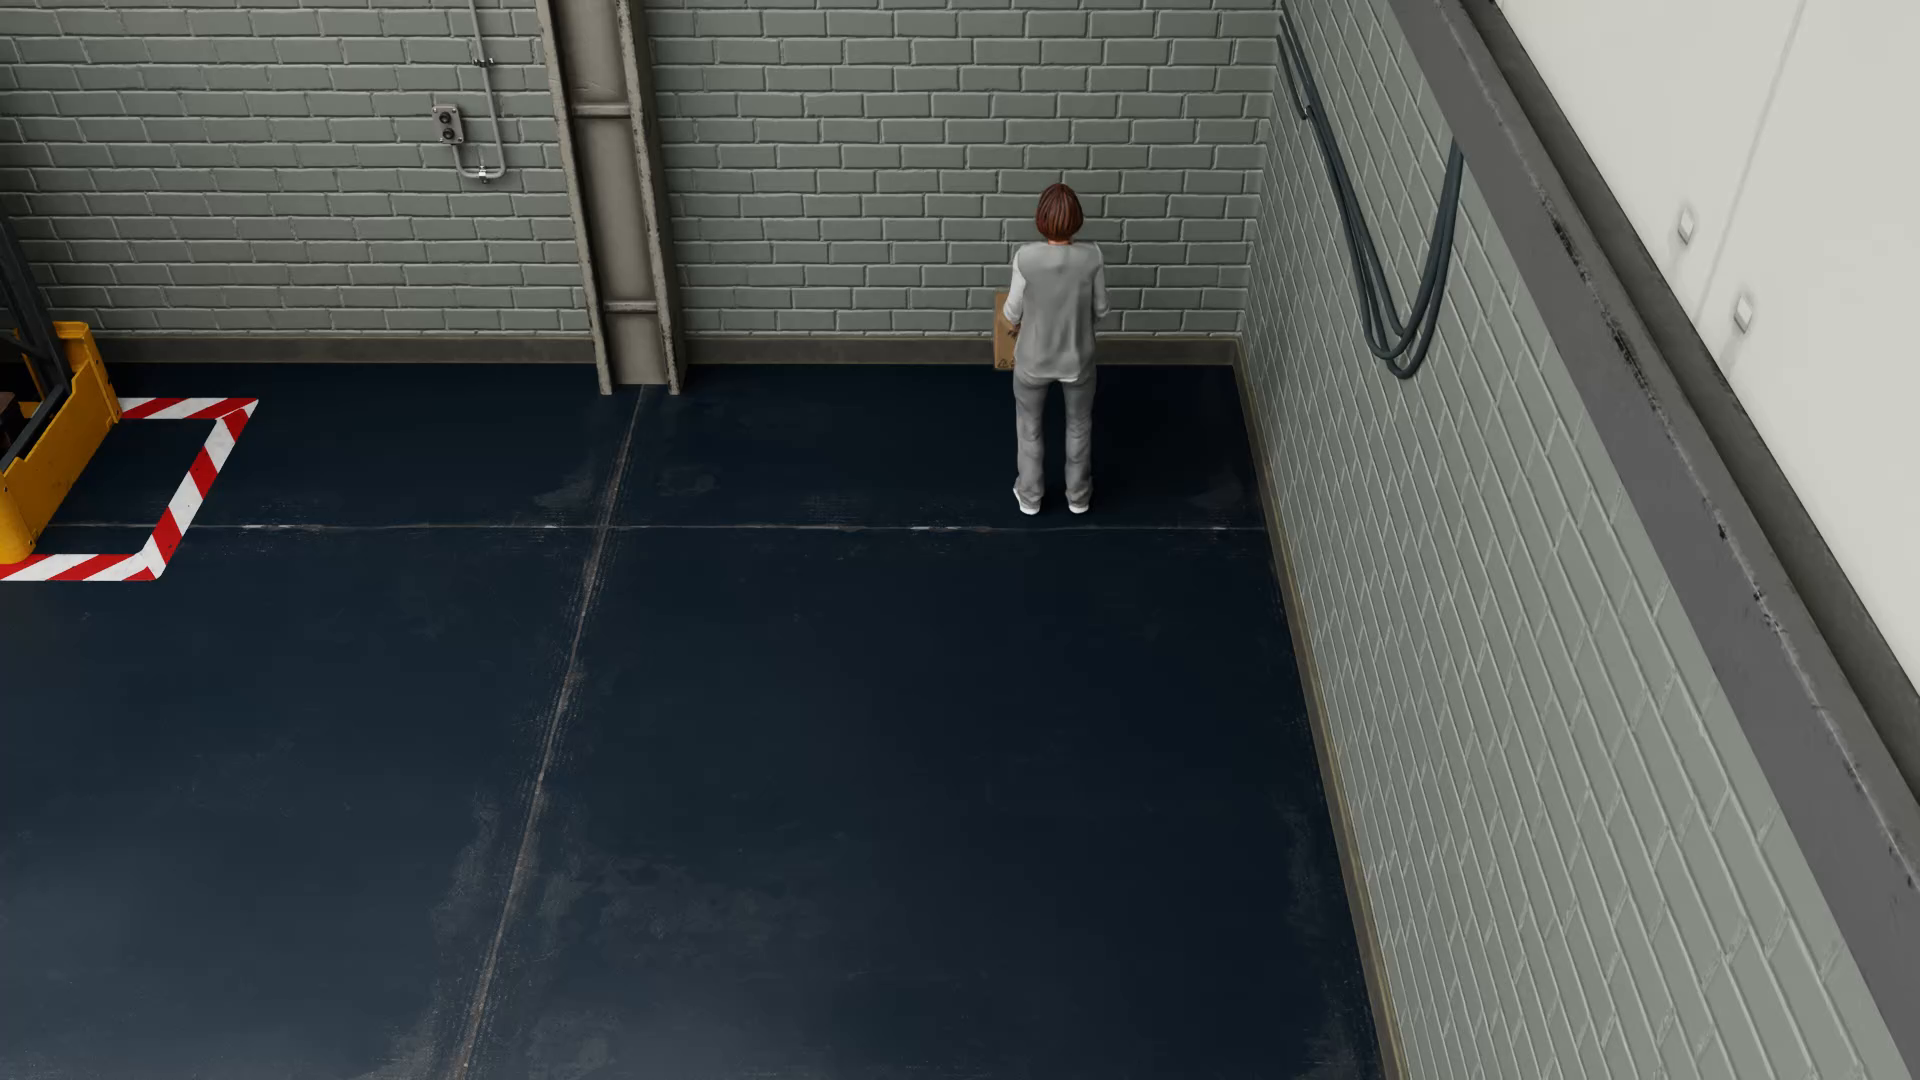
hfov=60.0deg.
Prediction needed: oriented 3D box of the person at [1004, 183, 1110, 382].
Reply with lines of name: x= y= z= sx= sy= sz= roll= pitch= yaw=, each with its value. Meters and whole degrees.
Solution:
person: x=0.403 y=-1.085 z=6.881 sx=0.444 sy=0.849 sz=0.383 roll=-1 pitch=40 yaw=-1
